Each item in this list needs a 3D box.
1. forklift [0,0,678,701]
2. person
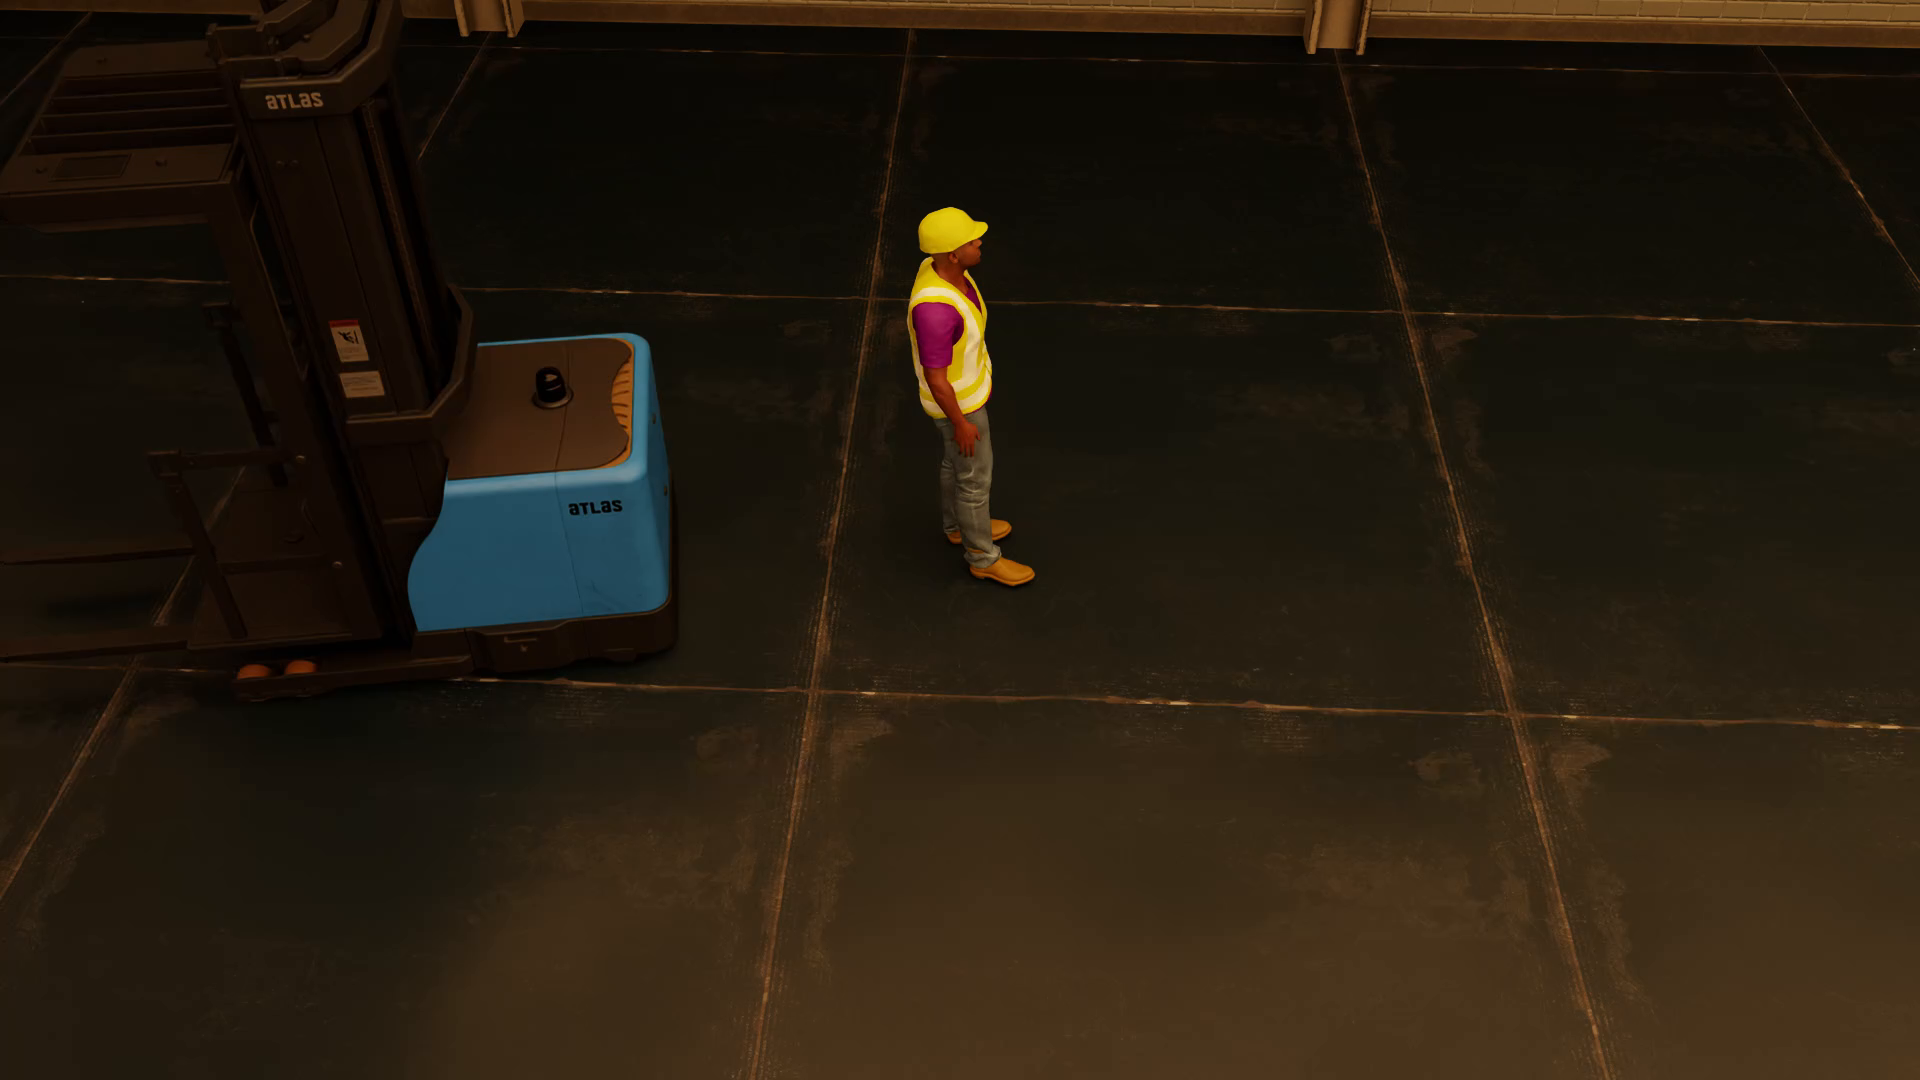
[{"bbox_3d":[-2.804,-0.767,6.583,3.031,2.935,1.130,-5,43,-5],"label":"forklift"},{"bbox_3d":[0.070,-0.652,7.309,0.575,1.768,0.665,2,42,2],"label":"person"}]
